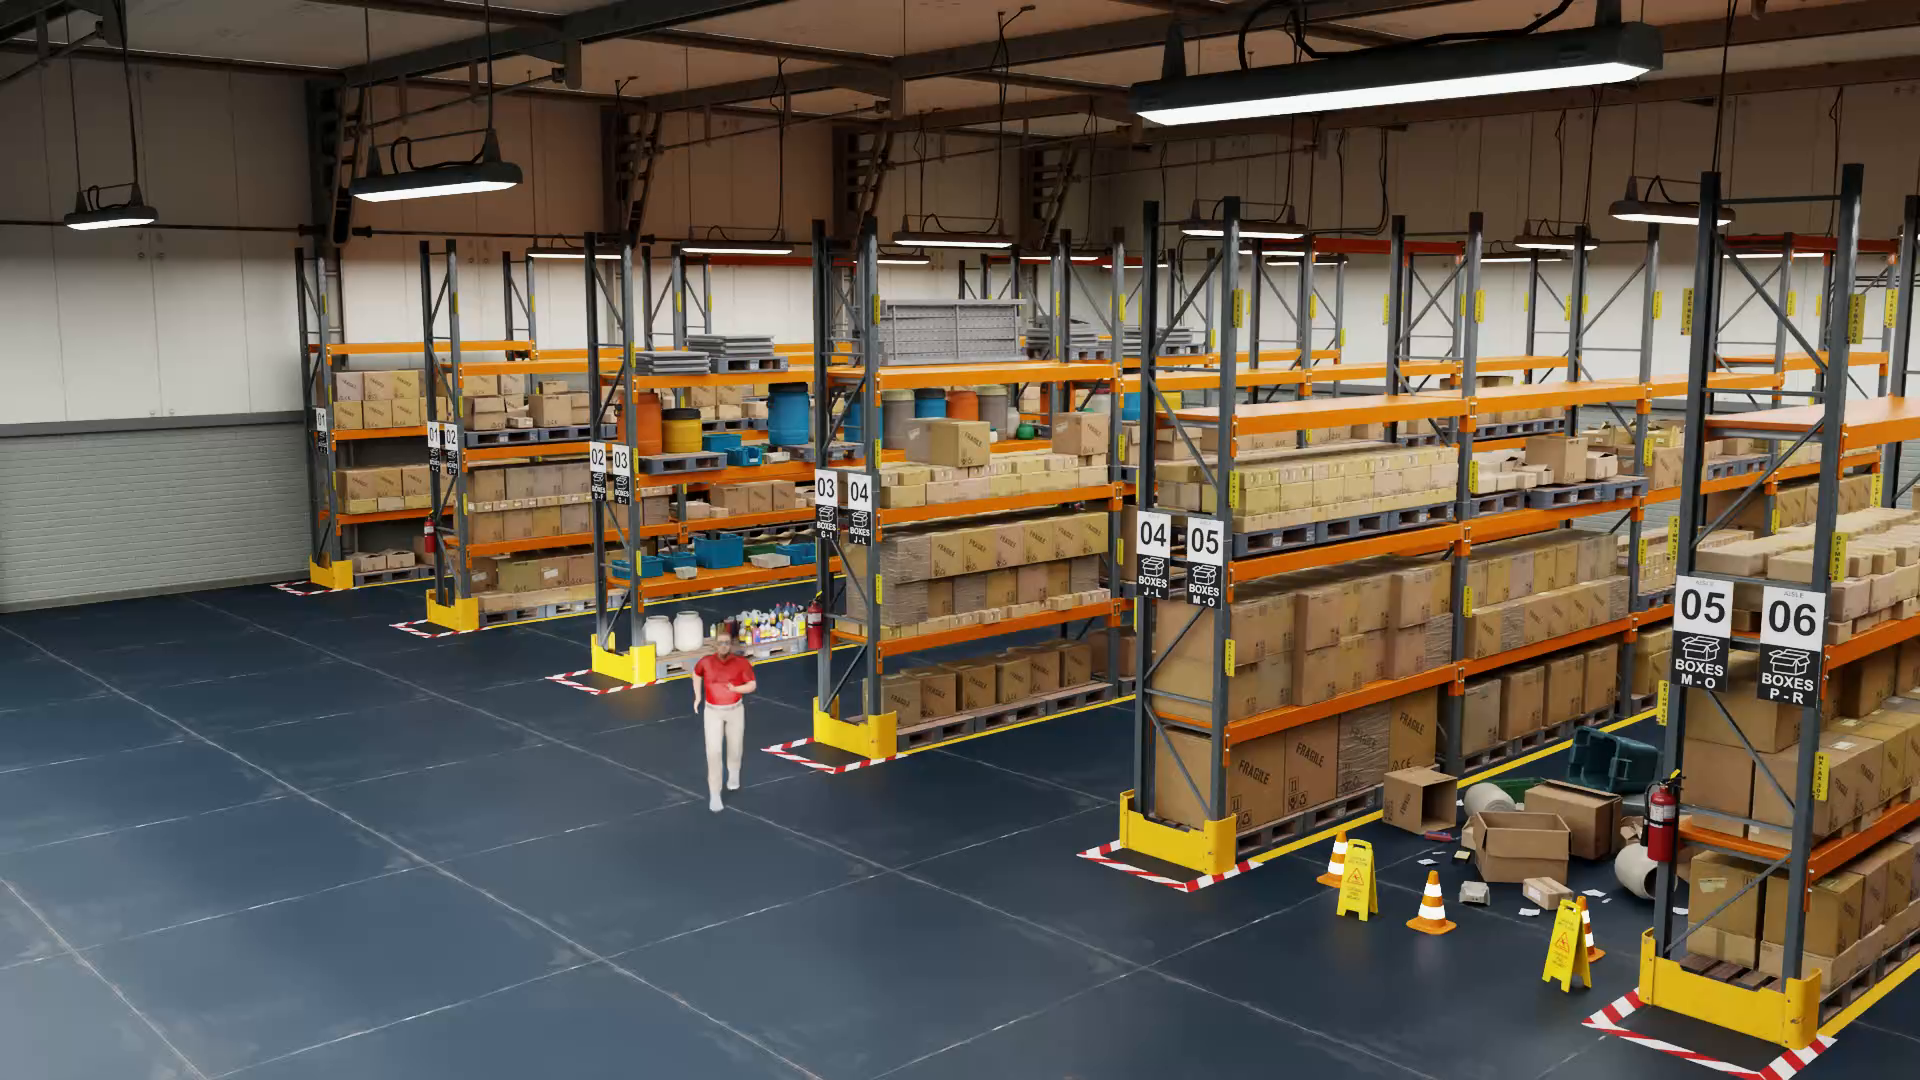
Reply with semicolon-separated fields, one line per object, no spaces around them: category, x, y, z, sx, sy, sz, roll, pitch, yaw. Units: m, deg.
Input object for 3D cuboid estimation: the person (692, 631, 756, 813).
person;-2.415;1.815;17.080;0.646;1.771;0.889;-1;8;-8
